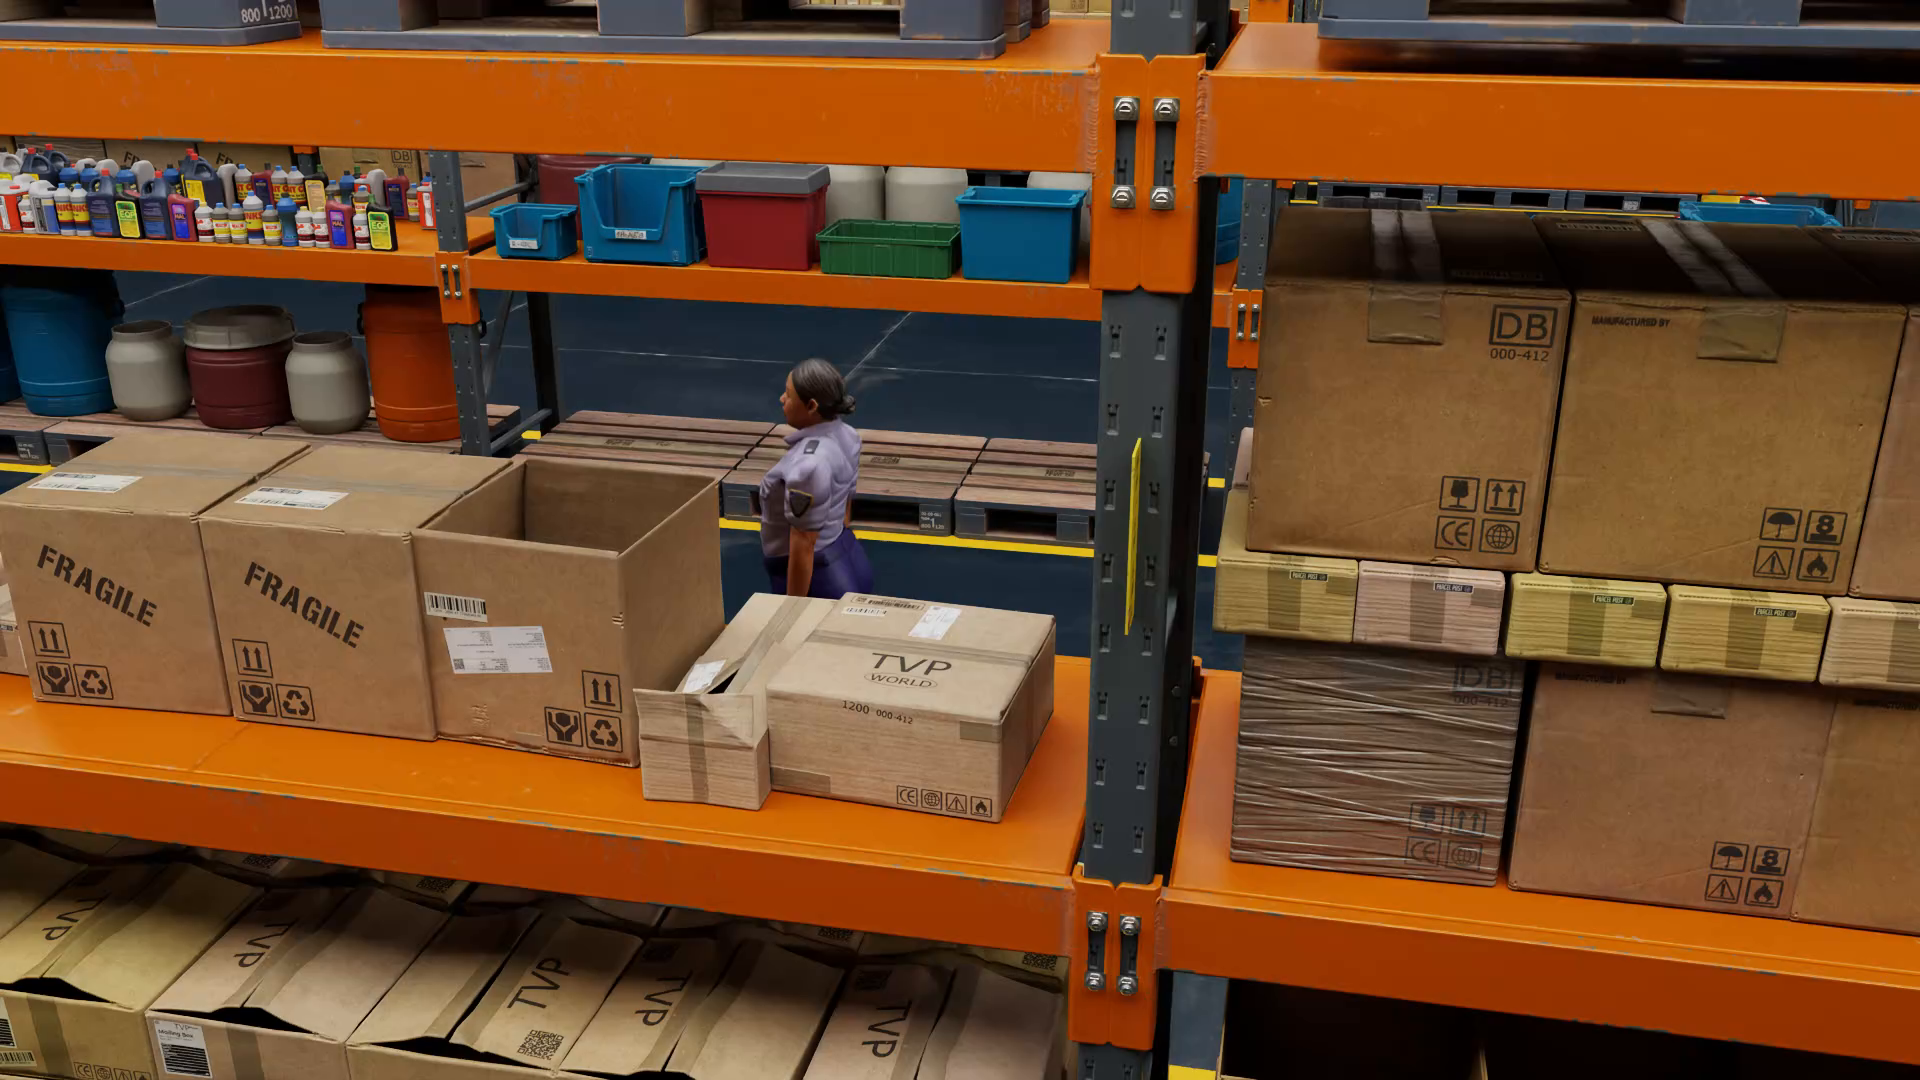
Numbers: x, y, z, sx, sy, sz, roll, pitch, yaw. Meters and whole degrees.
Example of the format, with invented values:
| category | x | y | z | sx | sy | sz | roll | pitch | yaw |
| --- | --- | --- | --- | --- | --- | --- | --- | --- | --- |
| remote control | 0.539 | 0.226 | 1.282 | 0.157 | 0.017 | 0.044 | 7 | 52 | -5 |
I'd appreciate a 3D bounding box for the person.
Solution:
| category | x | y | z | sx | sy | sz | roll | pitch | yaw |
| --- | --- | --- | --- | --- | --- | --- | --- | --- | --- |
| person | -0.495 | 0.178 | 5.667 | 0.345 | 1.651 | 0.467 | 5 | 22 | 12 |
